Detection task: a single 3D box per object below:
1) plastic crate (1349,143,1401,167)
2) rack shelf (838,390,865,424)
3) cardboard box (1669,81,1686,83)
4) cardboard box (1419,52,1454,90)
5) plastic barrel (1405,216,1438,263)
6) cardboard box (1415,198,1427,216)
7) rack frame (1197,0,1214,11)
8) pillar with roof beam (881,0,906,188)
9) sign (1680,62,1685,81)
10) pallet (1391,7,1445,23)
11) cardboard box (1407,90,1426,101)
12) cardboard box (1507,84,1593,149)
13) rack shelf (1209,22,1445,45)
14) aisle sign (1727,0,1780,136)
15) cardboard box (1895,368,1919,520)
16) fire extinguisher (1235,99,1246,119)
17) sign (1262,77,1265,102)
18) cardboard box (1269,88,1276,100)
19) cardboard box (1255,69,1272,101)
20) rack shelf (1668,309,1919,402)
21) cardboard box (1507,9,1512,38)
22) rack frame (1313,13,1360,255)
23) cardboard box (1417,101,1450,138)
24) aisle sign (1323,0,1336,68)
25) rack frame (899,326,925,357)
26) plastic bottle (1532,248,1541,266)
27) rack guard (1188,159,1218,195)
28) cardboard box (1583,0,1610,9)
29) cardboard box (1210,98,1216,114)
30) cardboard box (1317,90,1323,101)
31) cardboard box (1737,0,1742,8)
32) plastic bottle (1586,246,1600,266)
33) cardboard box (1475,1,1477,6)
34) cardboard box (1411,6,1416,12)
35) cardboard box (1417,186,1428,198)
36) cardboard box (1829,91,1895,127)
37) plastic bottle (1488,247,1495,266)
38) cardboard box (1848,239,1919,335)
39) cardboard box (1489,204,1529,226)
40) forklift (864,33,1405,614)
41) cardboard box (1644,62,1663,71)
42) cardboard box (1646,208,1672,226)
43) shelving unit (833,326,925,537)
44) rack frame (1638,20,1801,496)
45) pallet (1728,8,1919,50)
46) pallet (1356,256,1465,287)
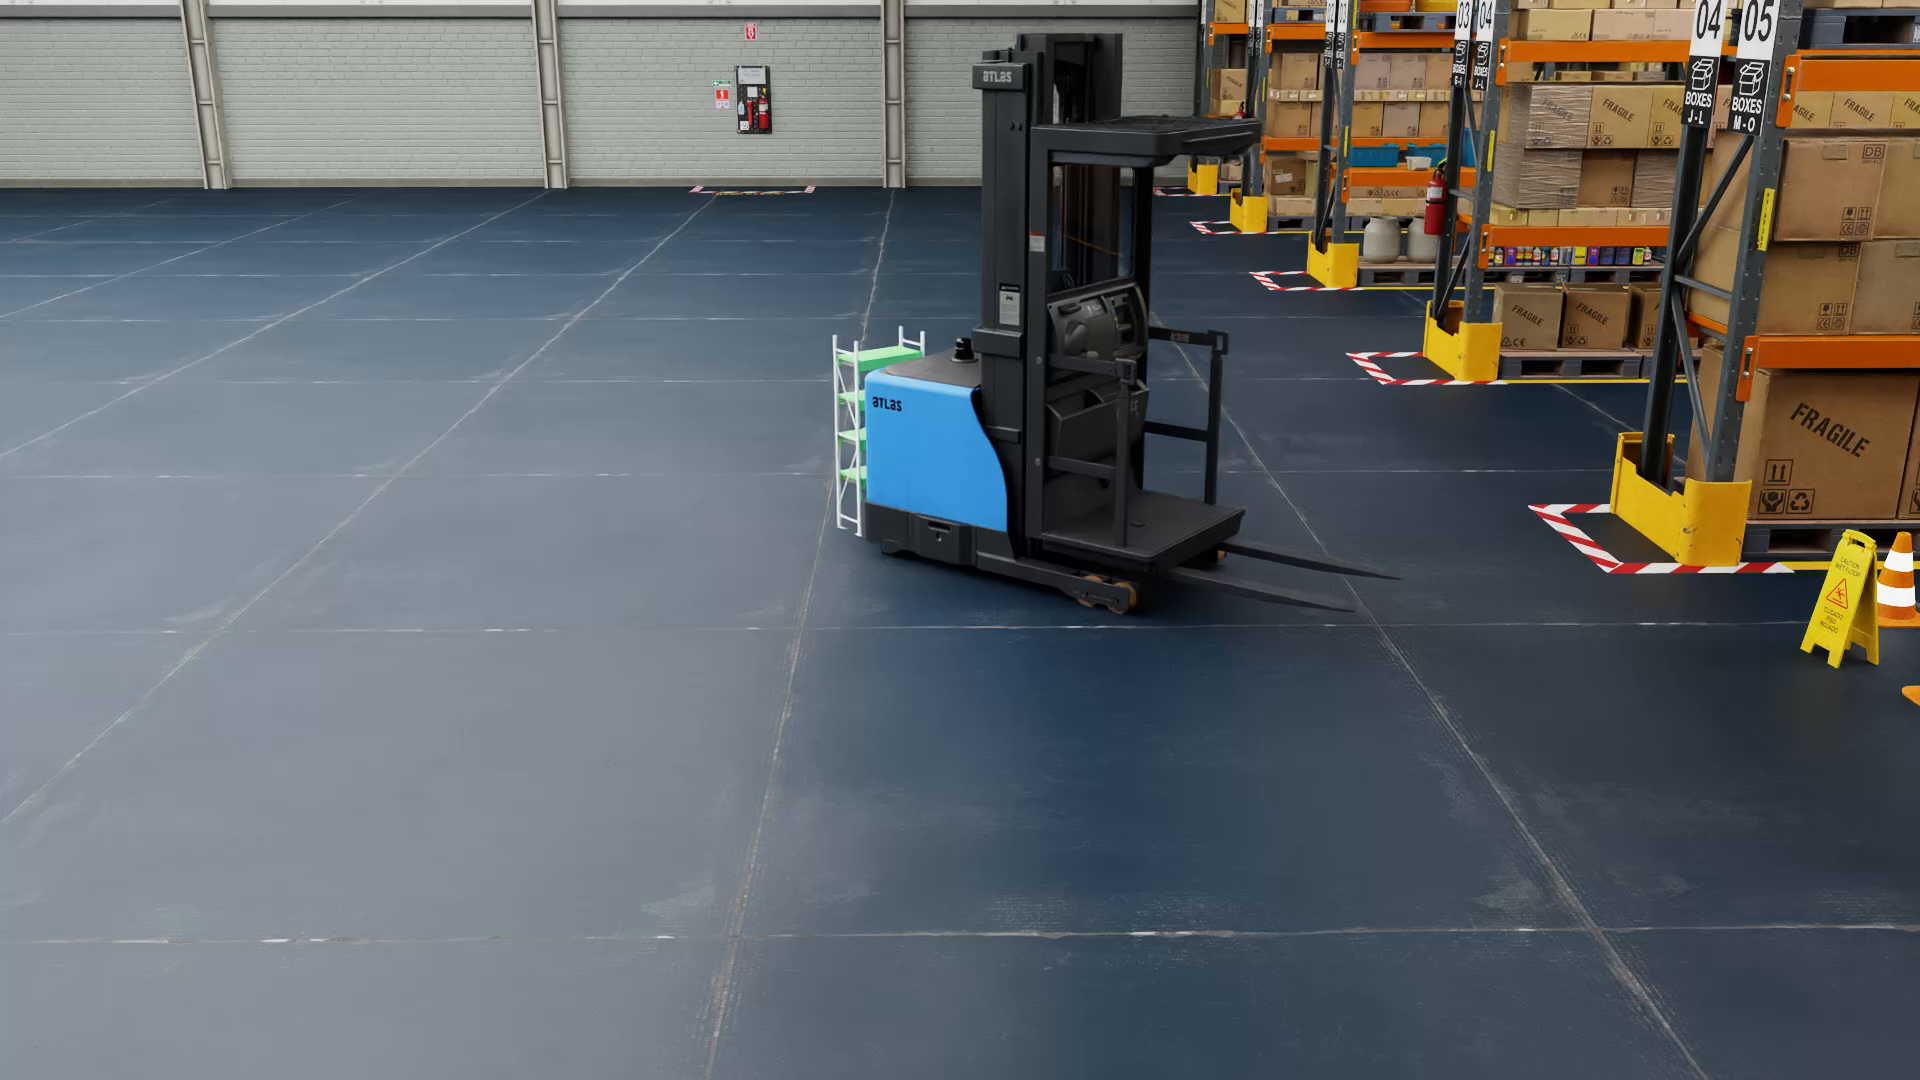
[{"bbox_3d":[4.795,-4.505,19.423,0.616,0.251,0.499,0,18,-1],"label":"plastic crate"},{"bbox_3d":[-0.486,-0.835,10.110,0.480,0.148,0.258,-14,22,-36],"label":"rack shelf"},{"bbox_3d":[6.423,-3.718,14.440,0.500,0.500,0.500,0,18,-1],"label":"cardboard box"},{"bbox_3d":[6.774,-6.670,23.642,0.500,0.500,0.700,0,18,-1],"label":"cardboard box"},{"bbox_3d":[5.457,-3.526,19.514,0.421,0.512,0.421,0,18,0],"label":"plastic barrel"},{"bbox_3d":[6.764,-4.829,24.005,0.500,0.250,0.500,0,18,-1],"label":"cardboard box"},{"bbox_3d":[4.143,-10.364,27.624,0.127,3.000,1.000,0,18,-1],"label":"rack frame"},{"bbox_3d":[-1.103,-9.288,24.269,0.400,9.000,9.100,0,18,-1],"label":"pillar with roof beam"},{"bbox_3d":[12.160,-7.894,27.979,0.005,0.325,0.100,0,18,-1],"label":"sign"},{"bbox_3d":[6.155,-7.383,23.386,1.213,0.211,1.003,0,18,-1],"label":"pallet"},{"bbox_3d":[6.420,-6.296,23.537,0.250,0.149,0.380,0,18,1],"label":"cardboard box"},{"bbox_3d":[4.931,-3.554,13.928,0.500,0.500,0.500,0,18,-1],"label":"cardboard box"},{"bbox_3d":[6.142,-8.603,28.222,4.000,0.370,1.077,0,18,-1],"label":"rack shelf"},{"bbox_3d":[4.288,-2.600,8.985,0.004,0.787,0.394,0,18,-1],"label":"aisle sign"},{"bbox_3d":[5.911,-0.670,10.017,0.875,0.875,0.875,-1,18,-2],"label":"cardboard box"},{"bbox_3d":[4.099,-6.099,24.276,0.183,0.674,0.296,0,18,-1],"label":"fire extinguisher"},{"bbox_3d":[4.227,-6.275,23.151,0.005,0.325,0.100,0,18,-1],"label":"sign"},{"bbox_3d":[4.603,-6.411,23.897,0.250,0.149,0.380,-1,18,-2],"label":"cardboard box"},{"bbox_3d":[5.119,-7.713,28.164,0.500,0.500,0.500,0,18,-1],"label":"cardboard box"},{"bbox_3d":[6.354,-1.121,9.808,4.000,0.370,1.077,0,18,-1],"label":"rack shelf"},{"bbox_3d":[4.855,-4.406,14.206,0.500,0.250,0.500,0,18,0],"label":"cardboard box"},{"bbox_3d":[4.299,-4.482,19.108,0.127,3.000,1.000,0,18,-1],"label":"rack frame"},{"bbox_3d":[6.751,-6.052,23.838,0.500,0.500,0.700,0,18,0],"label":"cardboard box"},{"bbox_3d":[4.222,-5.810,18.992,0.004,0.787,0.394,0,18,-1],"label":"aisle sign"},{"bbox_3d":[-0.294,-0.714,10.308,0.015,1.200,0.240,-14,22,-36],"label":"rack frame"},{"bbox_3d":[6.658,-3.275,19.207,0.097,0.201,0.097,0,18,0],"label":"plastic bottle"},{"bbox_3d":[4.219,-6.318,28.923,0.348,0.500,1.175,0,18,-1],"label":"rack guard"},{"bbox_3d":[5.167,-4.457,13.713,0.250,0.149,0.380,-1,18,-2],"label":"cardboard box"},{"bbox_3d":[4.607,-7.507,28.752,0.500,0.250,0.500,0,18,0],"label":"cardboard box"},{"bbox_3d":[5.134,-6.290,23.519,0.250,0.149,0.380,0,18,-1],"label":"cardboard box"},{"bbox_3d":[6.468,-4.463,13.731,0.250,0.149,0.380,-1,18,-3],"label":"cardboard box"},{"bbox_3d":[7.305,-3.311,19.187,0.133,0.283,0.061,1,18,3],"label":"plastic bottle"},{"bbox_3d":[7.022,-7.500,23.100,0.250,0.149,0.380,0,18,-1],"label":"cardboard box"},{"bbox_3d":[7.638,-8.934,27.881,0.500,0.500,0.500,0,18,1],"label":"cardboard box"},{"bbox_3d":[6.764,-5.190,23.903,0.500,0.500,0.500,0,18,-1],"label":"cardboard box"},{"bbox_3d":[7.431,-3.565,13.961,0.500,0.500,0.500,0,18,-1],"label":"cardboard box"},{"bbox_3d":[6.117,-3.306,19.188,0.097,0.271,0.097,0,18,0],"label":"plastic bottle"},{"bbox_3d":[5.274,-1.550,9.723,0.550,0.550,0.875,0,18,-1],"label":"cardboard box"},{"bbox_3d":[4.666,-2.778,14.208,0.250,0.149,0.380,0,18,-1],"label":"cardboard box"},{"bbox_3d":[0.924,-1.188,8.952,3.031,2.935,1.130,13,22,34],"label":"forklift"},{"bbox_3d":[11.797,-8.101,28.445,0.250,0.149,0.380,-3,18,-8],"label":"cardboard box"},{"bbox_3d":[5.916,-2.786,14.233,0.250,0.149,0.380,0,18,-1],"label":"cardboard box"},{"bbox_3d":[-0.486,-0.667,10.164,0.503,1.200,0.258,-14,22,-36],"label":"shelving unit"},{"bbox_3d":[4.354,-1.454,9.668,0.127,3.000,1.000,0,18,-1],"label":"rack frame"},{"bbox_3d":[5.096,-2.846,9.245,1.213,0.211,1.003,0,18,-1],"label":"pallet"},{"bbox_3d":[5.187,-3.171,19.587,1.213,0.211,1.003,0,18,-1],"label":"pallet"}]
